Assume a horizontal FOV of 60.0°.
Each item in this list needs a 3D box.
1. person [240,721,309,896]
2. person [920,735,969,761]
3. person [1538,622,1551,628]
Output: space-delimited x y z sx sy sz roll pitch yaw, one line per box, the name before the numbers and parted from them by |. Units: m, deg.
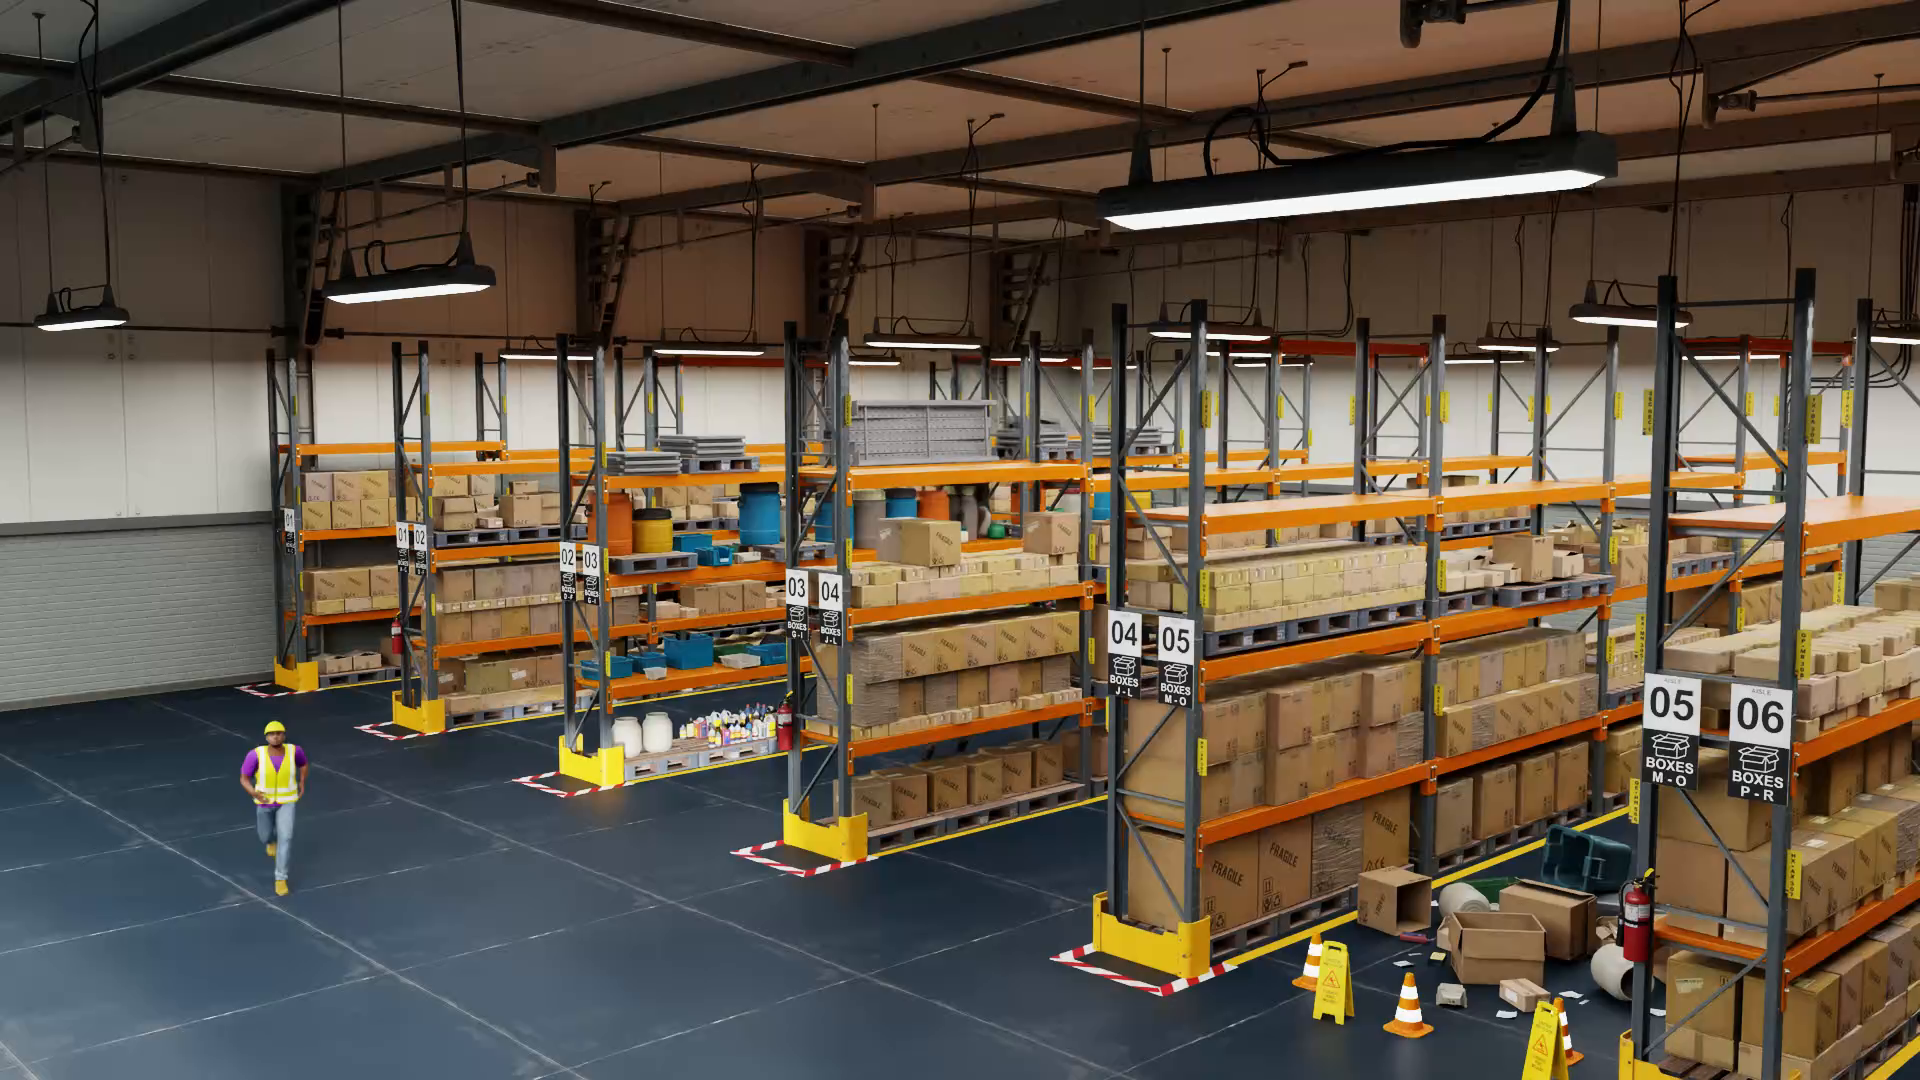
person | -7.270 2.786 17.645 0.669 1.758 1.107 -2 5 -19
person | -0.219 2.232 23.676 0.644 1.731 0.894 4 6 36
person | 8.809 2.114 25.154 0.682 1.733 0.617 4 6 39
